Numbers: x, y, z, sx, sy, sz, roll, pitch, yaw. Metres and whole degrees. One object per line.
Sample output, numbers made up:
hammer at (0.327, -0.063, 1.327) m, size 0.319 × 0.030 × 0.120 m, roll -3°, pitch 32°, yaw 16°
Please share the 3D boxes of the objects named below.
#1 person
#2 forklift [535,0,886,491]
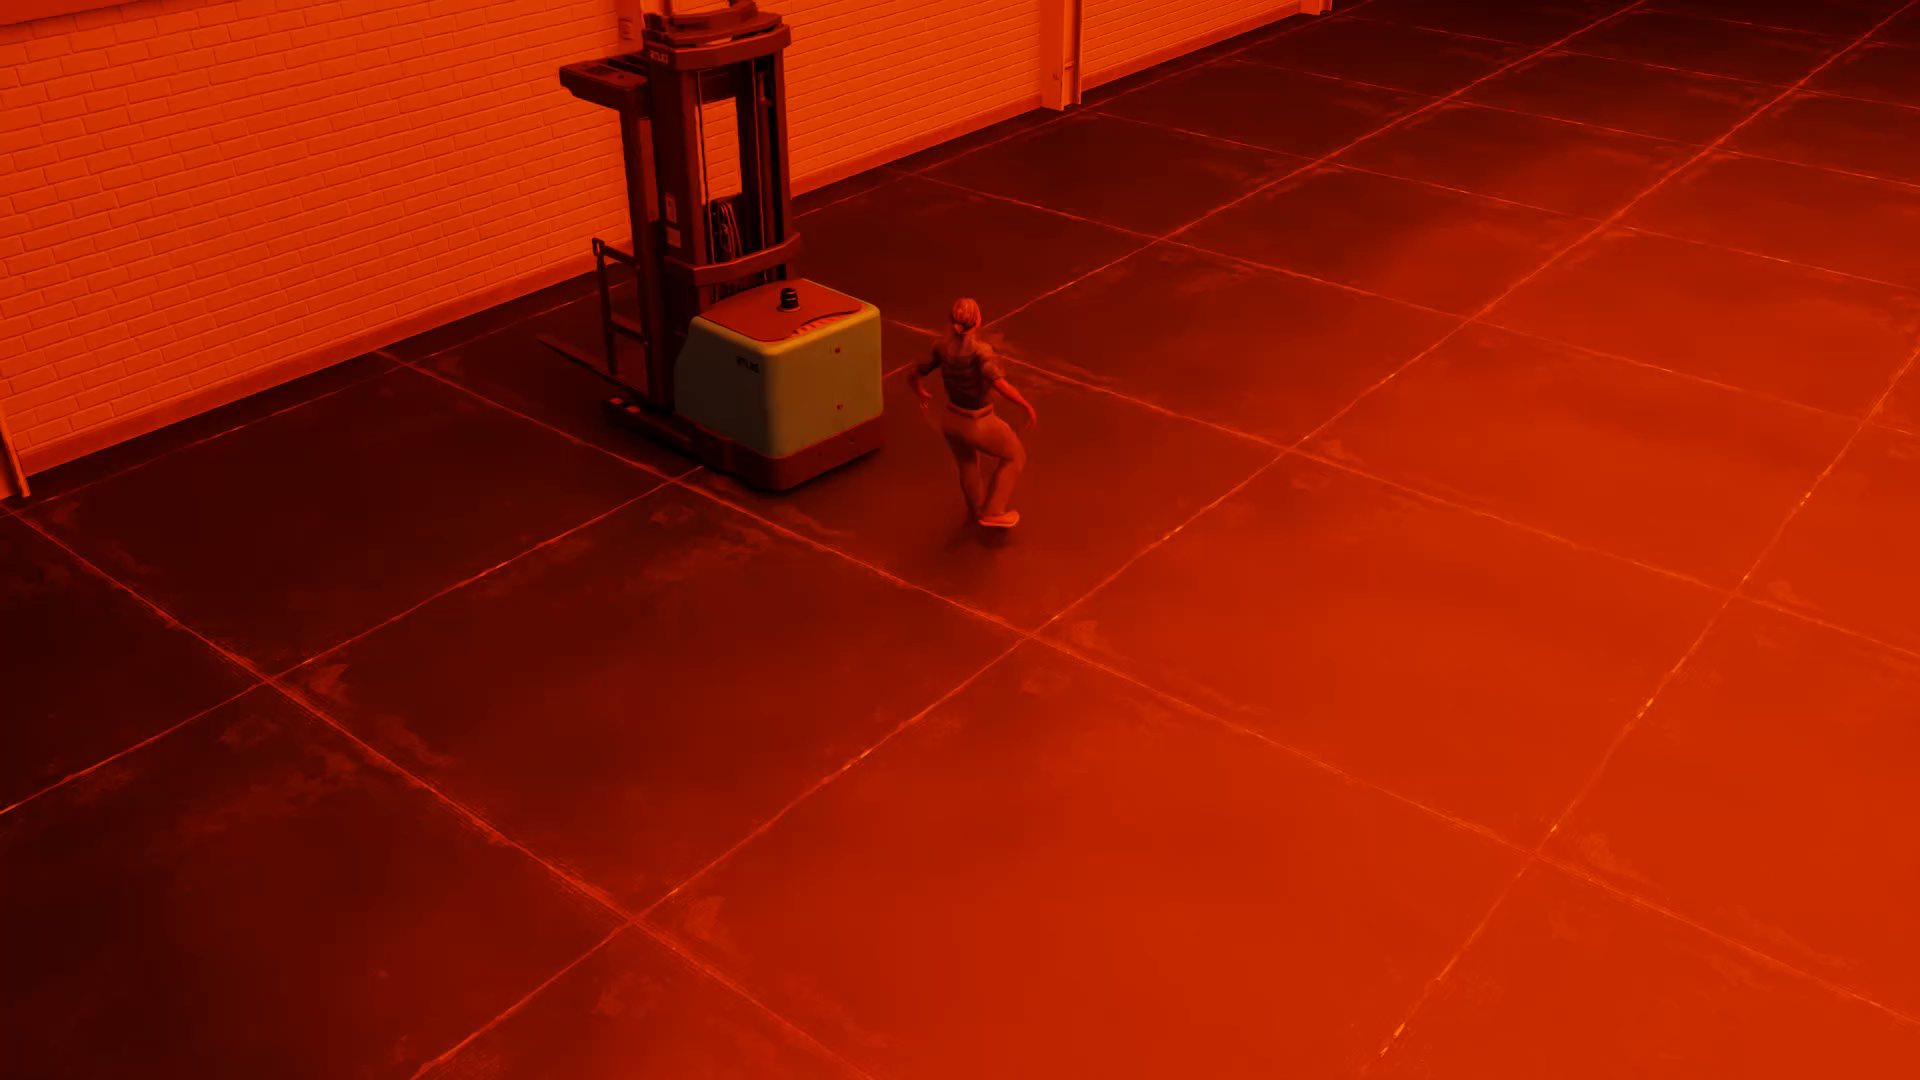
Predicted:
person at (0.130, -0.760, 10.261) m, size 0.824 × 1.607 × 0.615 m, roll 23°, pitch 37°, yaw 34°
forklift at (-1.926, -2.223, 11.400) m, size 3.031 × 2.935 × 1.130 m, roll 26°, pitch 39°, yaw 37°
